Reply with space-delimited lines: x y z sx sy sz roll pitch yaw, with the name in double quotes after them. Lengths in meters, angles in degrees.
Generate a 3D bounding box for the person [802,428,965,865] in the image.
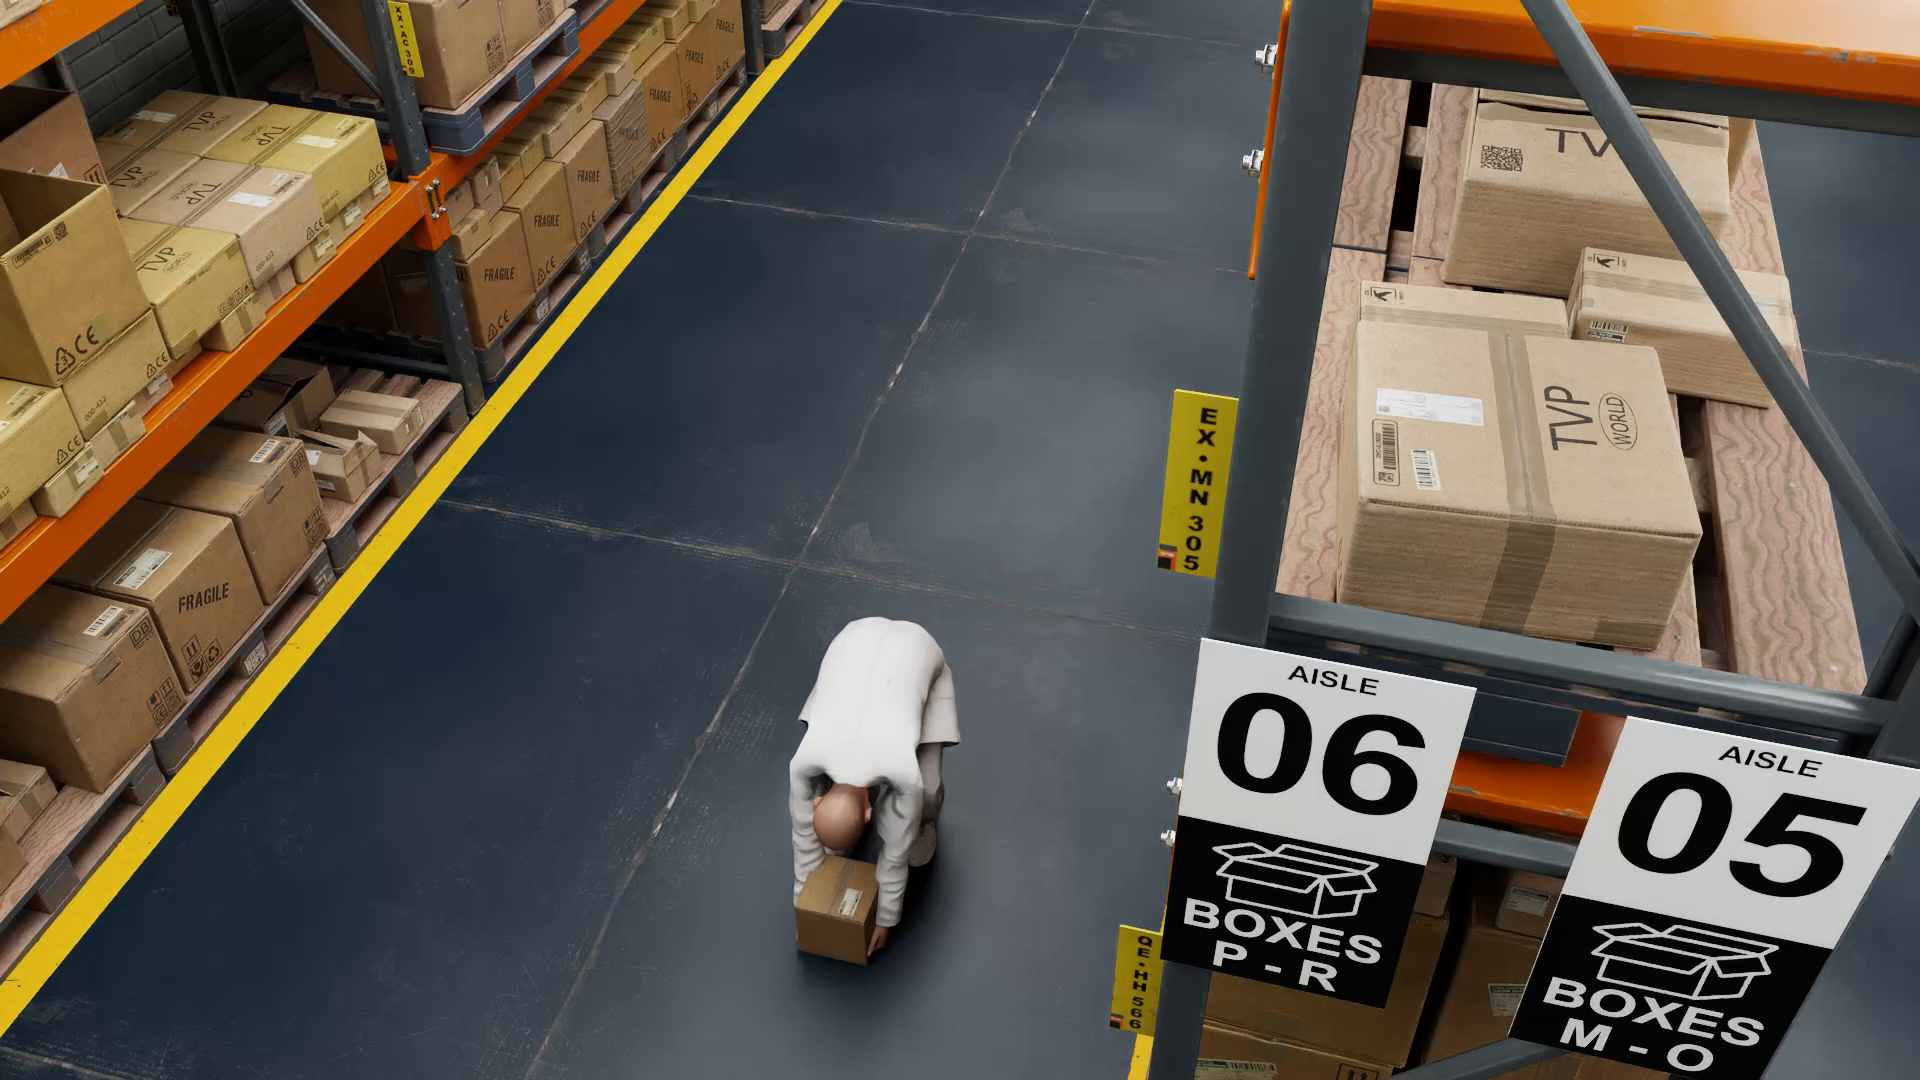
-0.281 0.507 5.725 0.554 1.579 0.527 10 41 11 "person"
